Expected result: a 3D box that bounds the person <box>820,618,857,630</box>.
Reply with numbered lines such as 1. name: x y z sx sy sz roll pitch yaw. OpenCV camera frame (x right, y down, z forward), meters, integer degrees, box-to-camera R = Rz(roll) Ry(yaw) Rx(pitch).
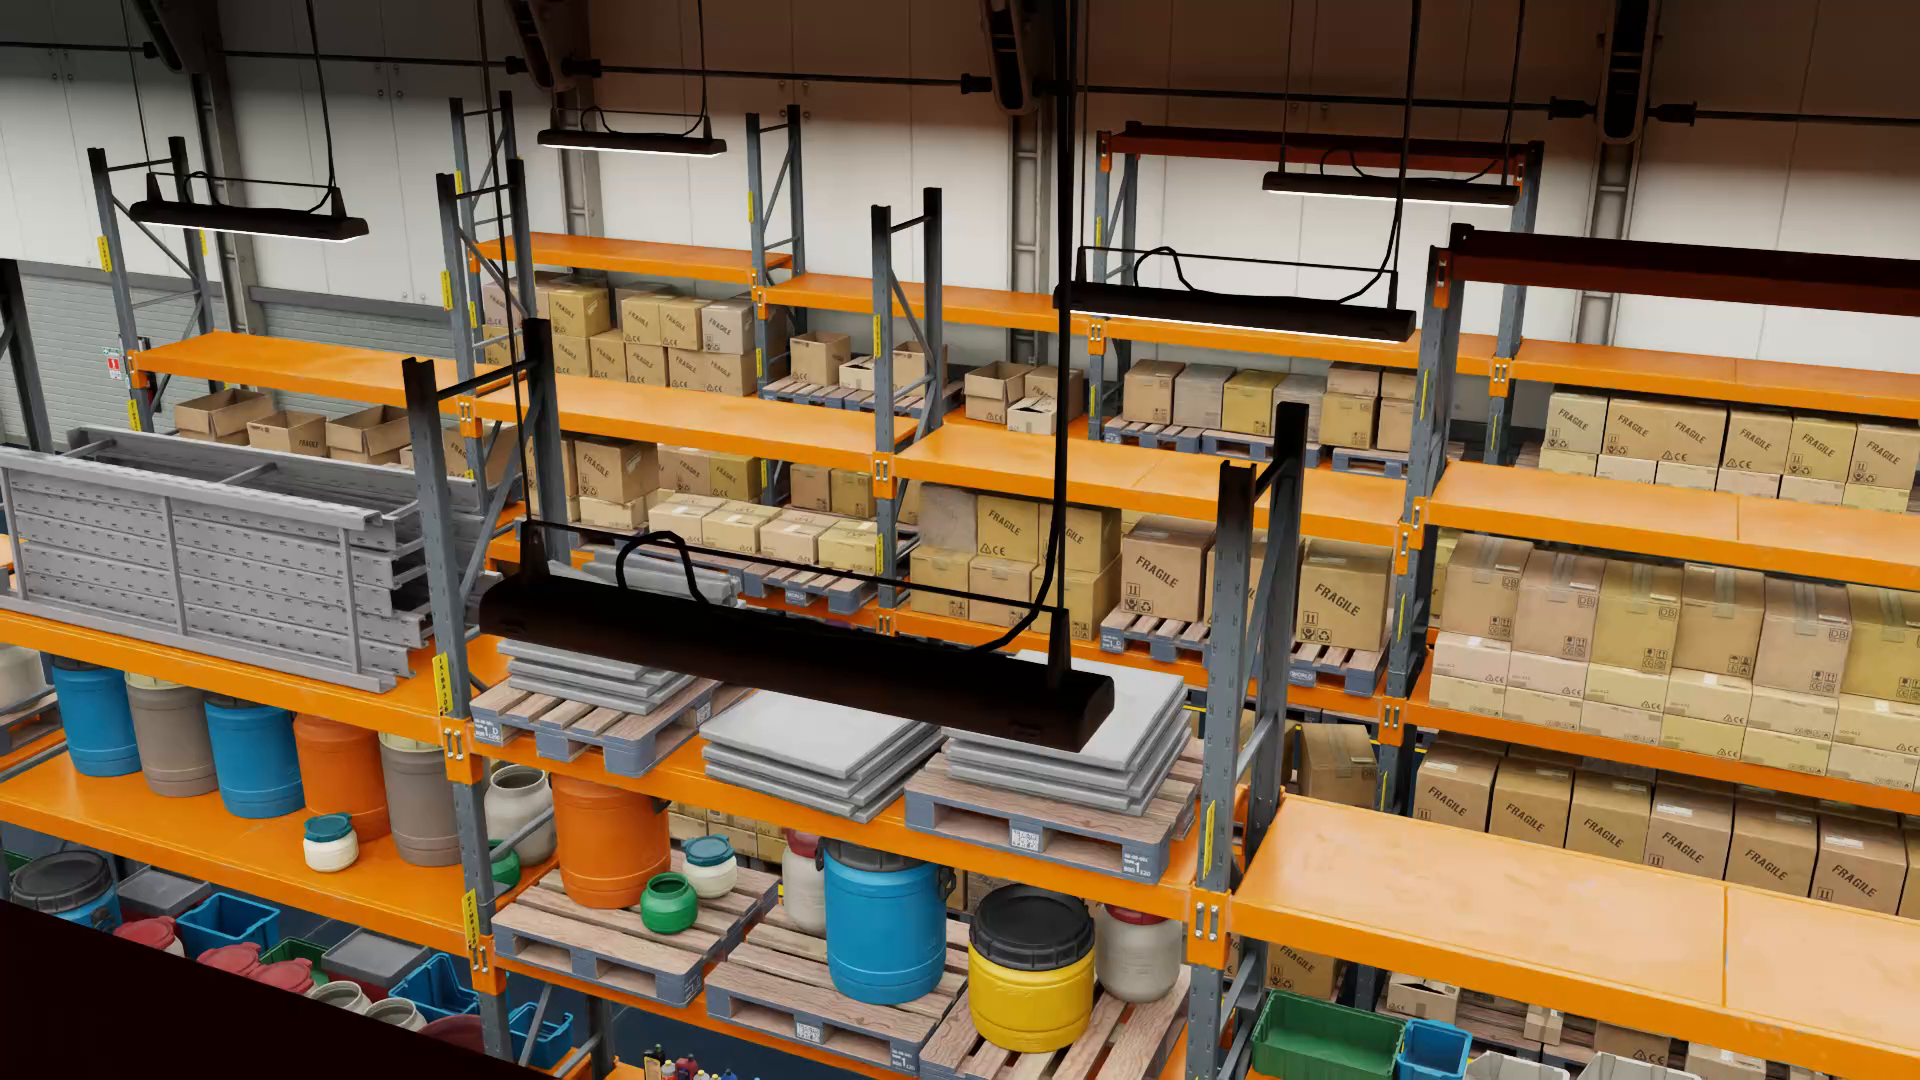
1. person: -1.304 0.983 17.794 0.469 1.583 0.449 14 25 33
